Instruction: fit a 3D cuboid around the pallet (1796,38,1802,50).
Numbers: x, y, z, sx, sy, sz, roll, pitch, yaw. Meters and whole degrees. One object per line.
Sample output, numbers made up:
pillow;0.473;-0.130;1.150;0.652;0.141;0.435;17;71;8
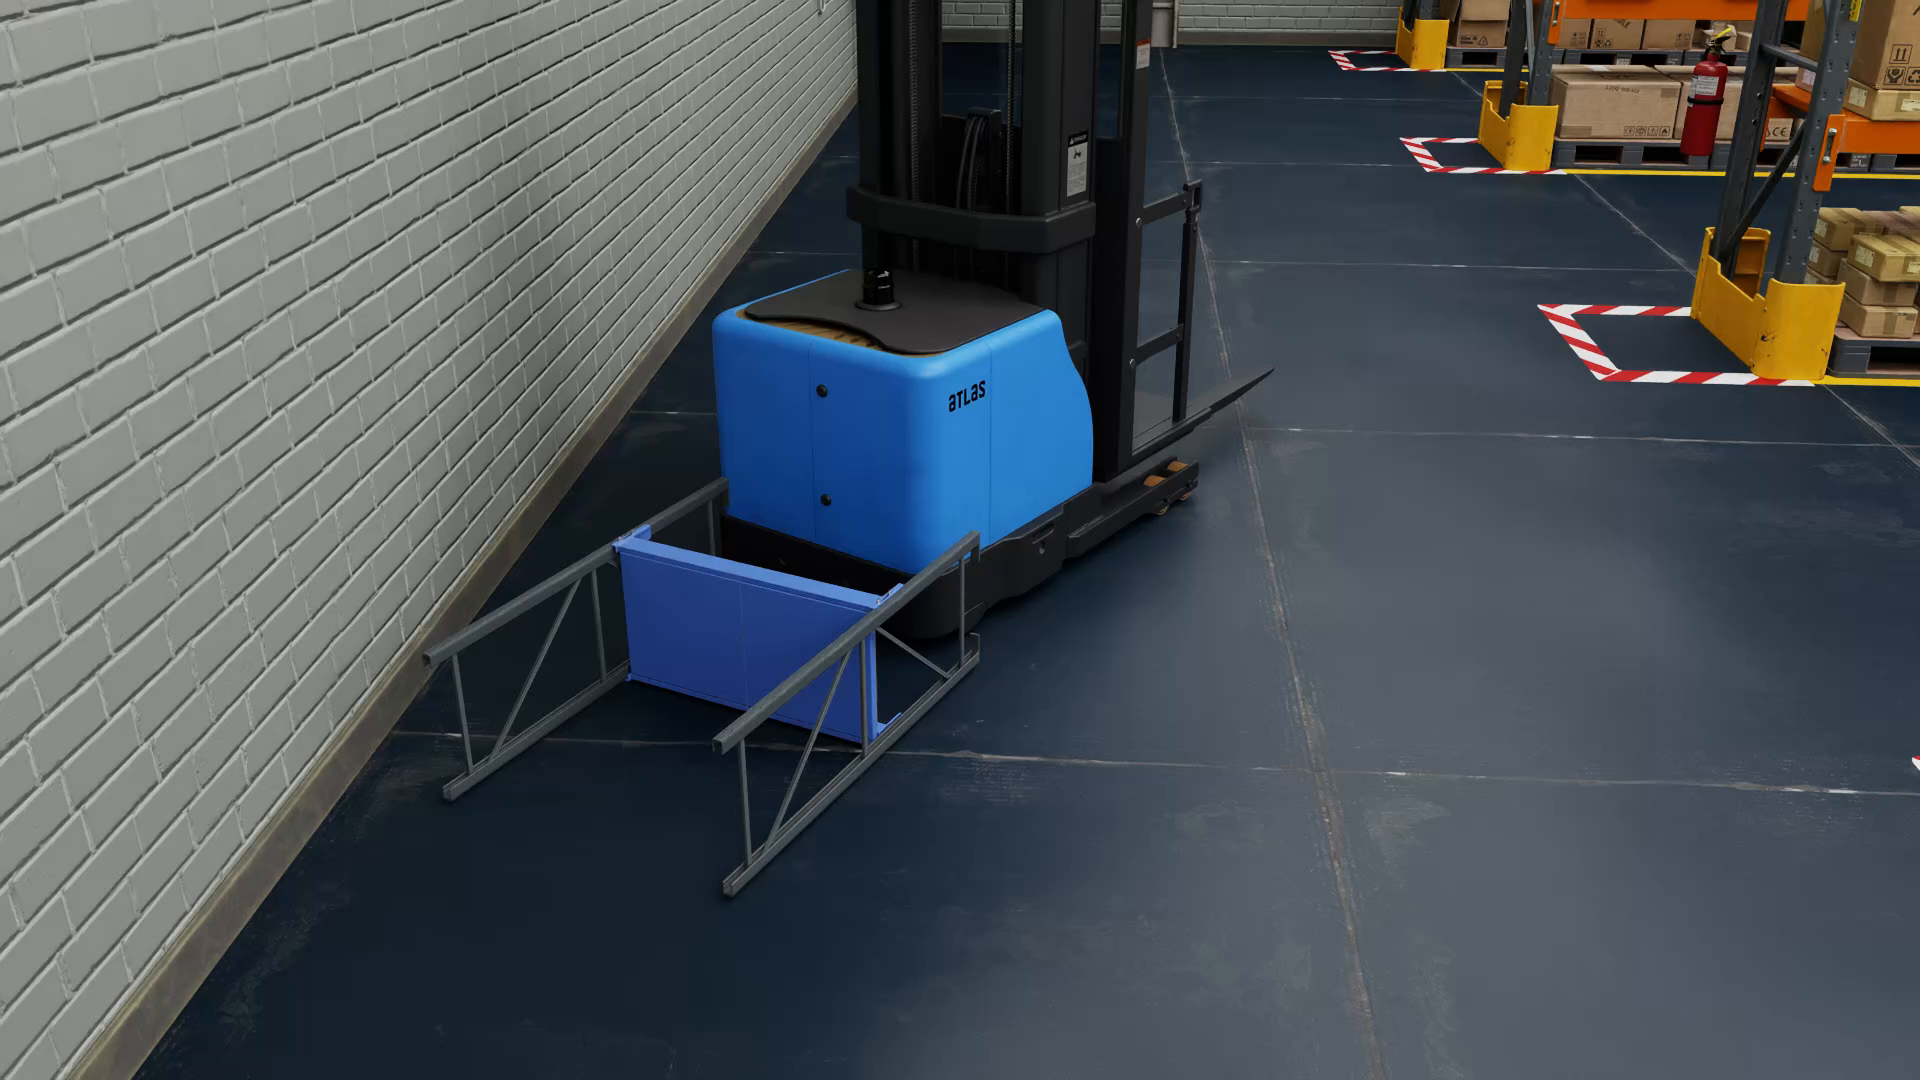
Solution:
pallet;9.704;-5.160;17.712;1.213;0.211;1.003;2;25;4

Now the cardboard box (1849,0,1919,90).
cardboard box;4.674;-2.481;8.078;0.500;0.500;0.500;3;25;6

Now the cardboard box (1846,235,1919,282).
cardboard box;4.744;-1.438;8.482;0.250;0.149;0.380;1;25;2

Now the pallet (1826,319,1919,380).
pallet;5.131;-1.120;8.932;1.213;0.211;1.003;2;25;4

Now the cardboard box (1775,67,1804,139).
cardboard box;7.004;-3.489;13.306;0.875;0.438;0.875;1;25;2

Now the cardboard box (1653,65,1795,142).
cardboard box;6.105;-3.518;13.370;0.875;0.438;0.875;2;25;5

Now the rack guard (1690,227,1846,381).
rack guard;4.324;-1.292;8.960;0.348;0.500;1.175;2;25;4

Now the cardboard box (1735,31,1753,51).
cardboard box;8.313;-5.228;17.432;0.250;0.149;0.380;1;25;2

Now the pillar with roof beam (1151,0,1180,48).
pillar with roof beam;1.953;-7.958;13.280;0.400;9.000;9.100;2;25;4

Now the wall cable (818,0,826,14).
wall cable;-1.098;-5.143;13.086;0.123;1.953;0.585;2;25;4

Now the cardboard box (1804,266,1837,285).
cardboard box;4.789;-1.396;9.103;0.250;0.149;0.380;2;25;5

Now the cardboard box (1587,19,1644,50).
cardboard box;6.874;-5.459;17.514;0.500;0.500;0.500;2;25;5

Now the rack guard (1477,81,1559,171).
rack guard;4.502;-3.362;13.458;0.348;0.500;1.175;2;25;4

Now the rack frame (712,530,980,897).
rack frame;-0.293;0.474;5.075;0.032;0.500;1.500;12;27;25

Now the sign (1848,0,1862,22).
sign;4.206;-2.597;7.770;0.005;0.325;0.100;2;25;4

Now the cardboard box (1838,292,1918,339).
cardboard box;4.746;-1.176;8.625;0.250;0.149;0.380;2;25;5

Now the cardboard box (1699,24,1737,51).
cardboard box;7.957;-5.293;17.433;0.258;0.266;0.396;3;25;6

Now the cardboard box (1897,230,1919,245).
cardboard box;5.028;-1.479;8.572;0.250;0.149;0.380;2;25;5

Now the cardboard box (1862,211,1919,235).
cardboard box;5.041;-1.653;8.950;0.250;0.149;0.380;2;25;5

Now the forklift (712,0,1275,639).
forklift;0.366;-1.542;6.595;1.130;2.935;3.031;17;30;32

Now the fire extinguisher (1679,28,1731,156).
fire extinguisher;4.032;-2.426;8.973;0.183;0.674;0.296;2;25;4

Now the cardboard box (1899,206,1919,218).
cardboard box;5.309;-1.697;9.047;0.250;0.149;0.380;1;25;3

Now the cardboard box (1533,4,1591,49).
cardboard box;6.354;-5.518;17.641;0.500;0.500;0.700;3;25;6

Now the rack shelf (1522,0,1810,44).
rack shelf;6.520;-4.106;12.945;4.000;0.370;1.077;2;25;4

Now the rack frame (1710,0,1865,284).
rack frame;4.248;-2.430;8.443;0.127;3.000;1.000;2;25;4

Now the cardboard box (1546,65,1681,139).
cardboard box;5.192;-3.544;13.426;0.875;0.438;0.875;1;25;2

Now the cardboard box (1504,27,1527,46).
cardboard box;5.926;-5.372;17.745;0.250;0.149;0.380;1;25;2

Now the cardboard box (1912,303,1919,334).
cardboard box;5.013;-1.201;8.681;0.250;0.149;0.380;2;25;4

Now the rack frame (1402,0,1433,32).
rack frame;4.902;-6.565;17.430;0.127;3.000;1.000;2;25;4

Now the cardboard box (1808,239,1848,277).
cardboard box;4.796;-1.563;9.111;0.250;0.149;0.380;1;25;3

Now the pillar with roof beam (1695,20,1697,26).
pillar with roof beam;7.936;-7.766;12.863;0.400;9.000;9.100;2;25;4

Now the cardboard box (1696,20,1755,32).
cardboard box;8.250;-5.526;17.886;0.500;0.311;0.500;3;25;6

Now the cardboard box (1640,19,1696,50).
cardboard box;7.389;-5.485;17.569;0.500;0.500;0.700;1;25;2

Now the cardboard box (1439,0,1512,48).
cardboard box;5.505;-5.563;17.735;0.637;0.503;0.797;1;25;2

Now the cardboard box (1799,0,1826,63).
cardboard box;4.716;-2.704;8.562;0.500;0.500;0.500;2;25;5

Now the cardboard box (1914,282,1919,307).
cardboard box;5.019;-1.305;8.550;0.250;0.149;0.380;2;25;4

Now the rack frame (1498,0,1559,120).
rack frame;4.526;-4.496;12.934;0.127;3.000;1.000;2;25;4

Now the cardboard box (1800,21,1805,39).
cardboard box;9.403;-5.600;17.820;0.500;0.500;0.500;2;25;4

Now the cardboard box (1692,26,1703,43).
cardboard box;7.818;-5.467;17.950;0.250;0.149;0.380;2;25;3

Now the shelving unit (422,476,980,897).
shelving unit;-0.744;0.376;5.288;1.048;0.538;1.500;12;27;25

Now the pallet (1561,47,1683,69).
pallet;6.986;-5.231;17.866;1.213;0.211;1.003;2;25;4

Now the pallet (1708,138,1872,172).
pallet;6.542;-3.197;13.444;1.213;0.211;1.003;2;25;4

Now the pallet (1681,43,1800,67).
pallet;8.206;-5.193;17.783;1.213;0.211;1.003;2;25;4

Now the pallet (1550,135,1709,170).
pallet;5.329;-3.237;13.532;1.213;0.211;1.003;2;25;4

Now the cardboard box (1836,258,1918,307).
cardboard box;4.751;-1.337;8.620;0.250;0.149;0.380;3;25;6

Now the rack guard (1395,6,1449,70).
rack guard;4.978;-5.427;17.947;0.348;0.500;1.175;2;25;4

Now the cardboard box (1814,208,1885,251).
cardboard box;4.795;-1.685;9.019;0.250;0.149;0.380;2;25;5

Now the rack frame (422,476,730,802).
rack frame;-1.195;0.278;5.501;0.032;0.500;1.500;12;27;25

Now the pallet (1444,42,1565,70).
pallet;5.773;-5.271;17.953;1.213;0.211;1.003;2;25;4

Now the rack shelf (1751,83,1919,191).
rack shelf;6.242;-2.039;8.454;4.000;0.370;1.077;2;25;4

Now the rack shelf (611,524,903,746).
rack shelf;-0.661;0.310;5.433;1.000;0.538;0.185;12;27;25

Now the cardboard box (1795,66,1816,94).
cardboard box;4.595;-2.423;8.729;0.250;0.149;0.380;2;25;4

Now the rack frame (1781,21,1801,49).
rack frame;8.891;-6.437;17.152;0.127;3.000;1.000;2;25;4

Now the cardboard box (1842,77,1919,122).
cardboard box;4.546;-2.169;8.176;0.250;0.149;0.380;2;25;4

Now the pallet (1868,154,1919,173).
pallet;7.762;-3.159;13.362;1.213;0.211;1.003;2;25;4
